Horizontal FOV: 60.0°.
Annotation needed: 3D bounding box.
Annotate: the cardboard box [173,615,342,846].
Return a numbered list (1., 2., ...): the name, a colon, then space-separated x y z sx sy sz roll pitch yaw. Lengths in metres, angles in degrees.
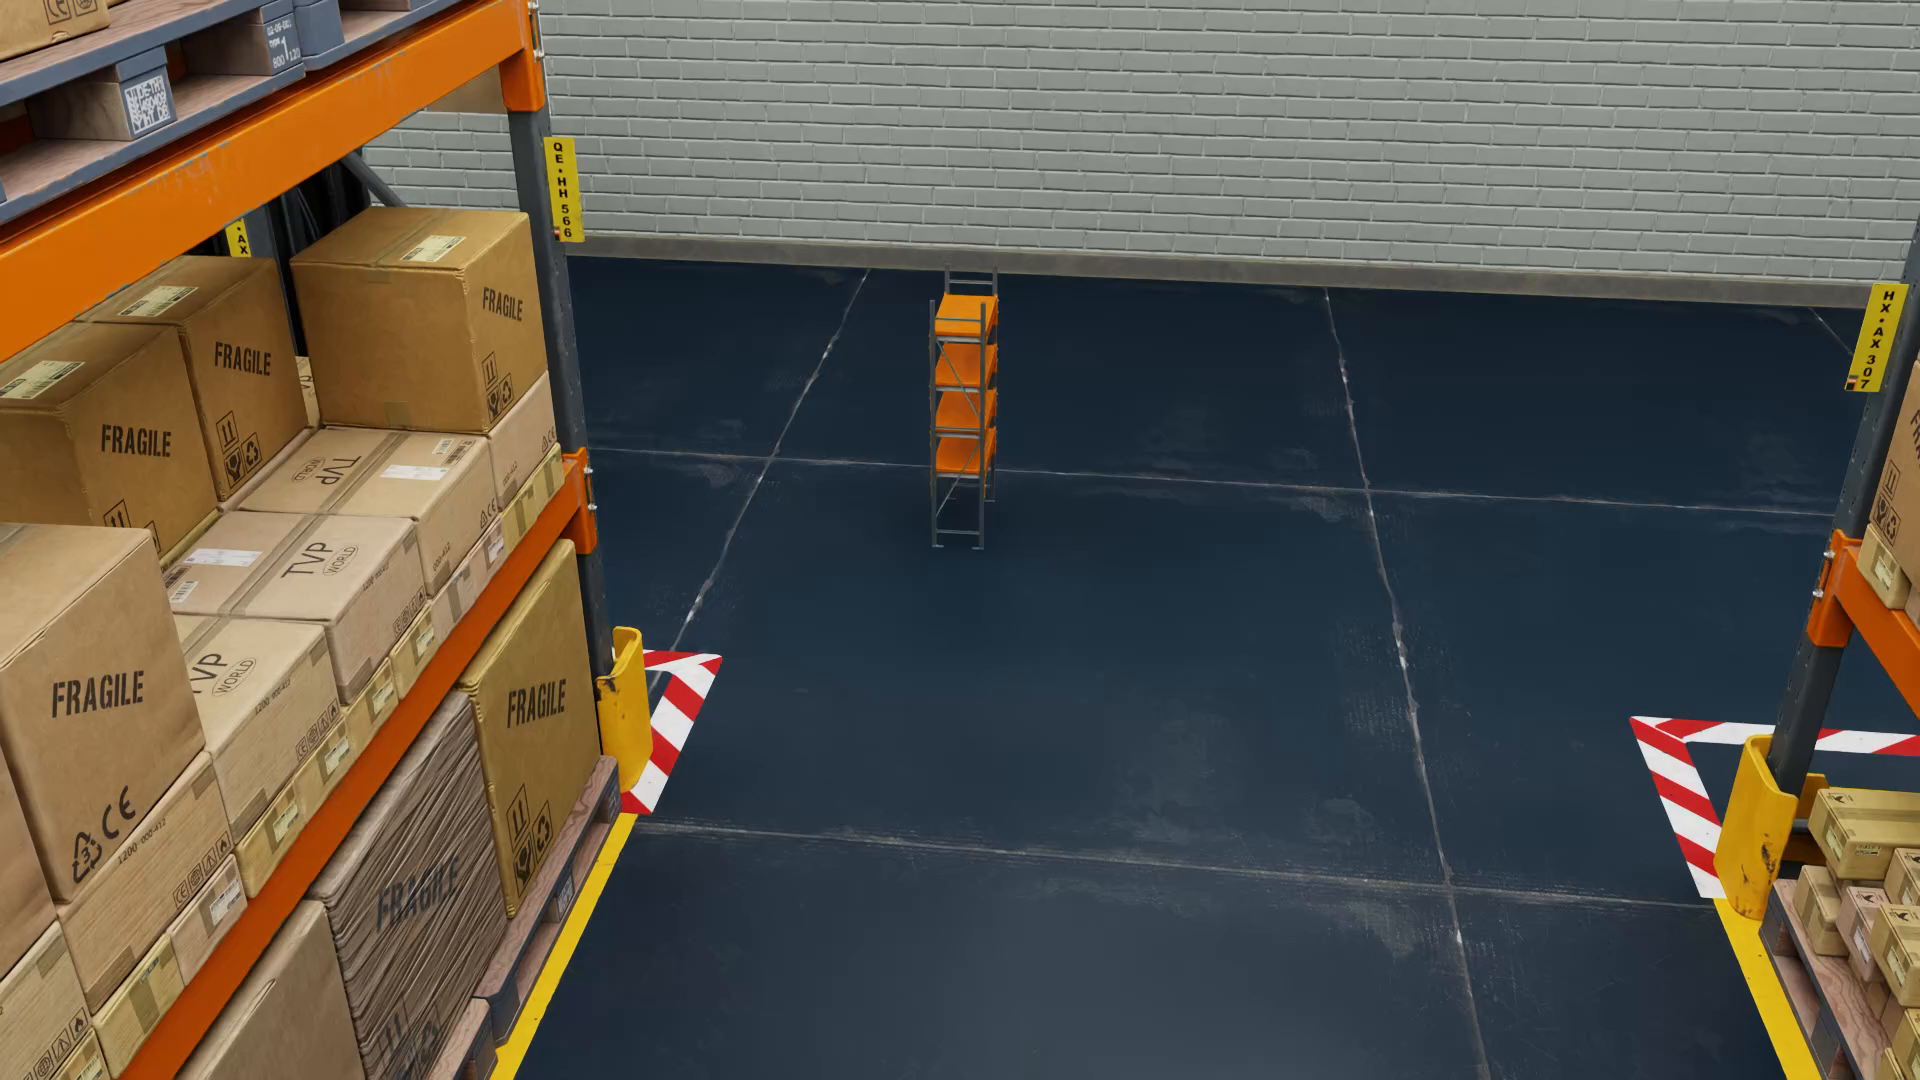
1. cardboard box: -1.736 0.405 3.681 0.500 0.250 0.500 3 29 6

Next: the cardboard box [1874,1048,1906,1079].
1. cardboard box: 2.658 1.496 4.374 0.380 0.149 0.250 4 29 7

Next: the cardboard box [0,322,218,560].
1. cardboard box: -2.201 -0.203 4.018 0.500 0.500 0.500 3 28 5

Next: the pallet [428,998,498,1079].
1. pallet: -1.928 1.683 4.403 1.003 0.211 1.213 3 28 6

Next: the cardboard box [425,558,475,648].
1. cardboard box: -1.566 0.158 4.559 0.380 0.149 0.250 4 29 7

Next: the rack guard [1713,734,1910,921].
1. rack guard: 3.145 0.974 5.414 1.175 0.500 0.348 3 28 6

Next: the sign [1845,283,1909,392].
1. sign: 2.616 -0.575 4.741 0.100 0.325 0.005 3 28 6

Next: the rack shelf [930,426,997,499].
1. rack shelf: 0.020 -0.372 7.736 0.258 0.148 0.480 3 28 6

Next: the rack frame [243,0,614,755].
1. rack frame: -1.756 -0.498 5.511 1.000 3.000 0.127 3 28 6

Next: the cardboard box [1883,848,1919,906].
1. cardboard box: 2.839 1.010 4.648 0.380 0.149 0.250 4 29 7

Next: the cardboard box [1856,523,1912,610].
1. cardboard box: 2.790 0.082 4.700 0.380 0.149 0.250 3 28 6

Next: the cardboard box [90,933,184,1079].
1. cardboard box: -1.754 0.884 3.212 0.380 0.149 0.250 3 28 5

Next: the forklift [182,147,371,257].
1. forklift: -3.408 -1.388 7.235 3.031 2.935 1.130 1 28 2

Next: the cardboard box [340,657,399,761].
1. cardboard box: -1.627 0.403 4.105 0.380 0.149 0.250 3 29 6

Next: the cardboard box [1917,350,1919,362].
1. cardboard box: 2.836 -0.581 4.193 0.500 0.500 0.500 3 28 6

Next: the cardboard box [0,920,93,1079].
1. cardboard box: -1.862 0.880 2.798 0.500 0.250 0.500 3 28 6

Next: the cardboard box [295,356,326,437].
1. cardboard box: -2.082 -0.352 5.086 0.500 0.250 0.500 3 28 5

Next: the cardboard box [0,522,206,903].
1. cardboard box: -1.806 0.303 3.079 0.500 0.500 0.500 2 28 5

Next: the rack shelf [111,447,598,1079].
1. rack shelf: -2.001 0.760 3.934 1.077 0.370 4.000 3 28 6

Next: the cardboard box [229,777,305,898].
1. cardboard box: -1.690 0.642 3.661 0.380 0.149 0.250 3 28 5

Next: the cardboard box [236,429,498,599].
1. cardboard box: -1.614 -0.080 4.581 0.500 0.250 0.500 3 28 5

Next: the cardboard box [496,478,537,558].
1. cardboard box: -1.503 -0.078 4.997 0.380 0.149 0.250 4 29 7

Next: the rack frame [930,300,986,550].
1. rack frame: -0.010 -0.491 7.397 0.240 1.200 0.015 3 28 6

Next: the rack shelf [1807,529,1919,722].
1. rack shelf: 2.910 1.096 3.311 1.077 0.370 4.000 3 28 6

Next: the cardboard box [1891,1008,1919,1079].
1. cardboard box: 2.665 1.369 4.295 0.380 0.149 0.250 4 29 8

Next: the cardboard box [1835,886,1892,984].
1. cardboard box: 2.746 1.135 4.731 0.380 0.149 0.250 3 28 6

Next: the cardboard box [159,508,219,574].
1. cardboard box: -2.205 0.129 4.192 0.500 0.250 0.500 2 28 4

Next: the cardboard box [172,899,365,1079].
1. cardboard box: -1.975 1.406 3.775 0.875 0.875 0.875 3 28 6

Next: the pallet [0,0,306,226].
1. pallet: -1.983 -0.854 3.103 1.003 0.211 1.213 3 28 6

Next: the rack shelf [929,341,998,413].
1. rack shelf: 0.020 -0.744 7.536 0.258 0.148 0.480 3 28 6

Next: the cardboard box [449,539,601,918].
1. cardboard box: -1.755 0.559 5.348 0.875 0.875 0.875 3 28 6

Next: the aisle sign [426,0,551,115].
1. aisle sign: -1.449 -1.659 4.925 0.394 0.787 0.004 3 28 6

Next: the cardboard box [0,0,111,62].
1. cardboard box: -1.934 -1.071 2.759 0.700 0.500 0.500 5 29 8

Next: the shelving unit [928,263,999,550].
1. shelving unit: 0.020 -0.606 7.610 0.258 1.200 0.503 3 28 6

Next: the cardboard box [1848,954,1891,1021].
1. cardboard box: 2.822 1.264 4.804 0.380 0.149 0.250 3 28 6
